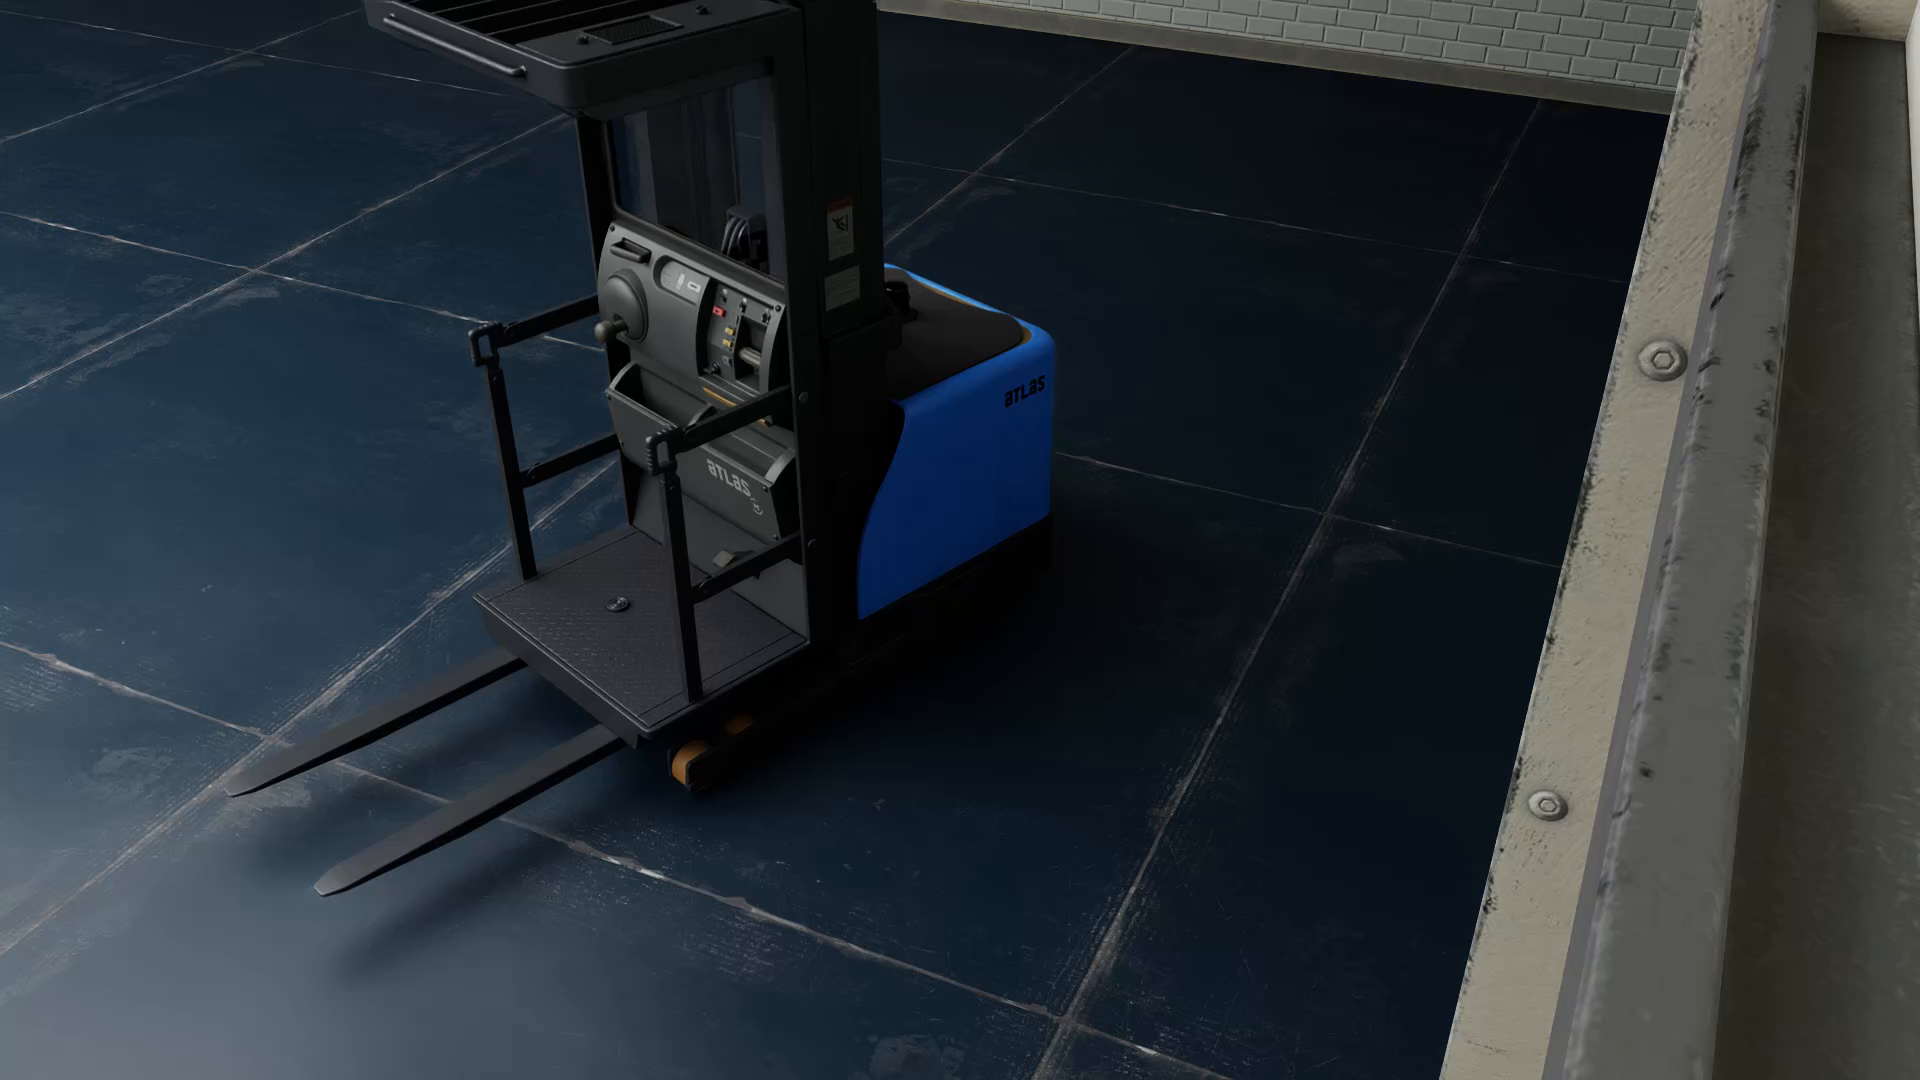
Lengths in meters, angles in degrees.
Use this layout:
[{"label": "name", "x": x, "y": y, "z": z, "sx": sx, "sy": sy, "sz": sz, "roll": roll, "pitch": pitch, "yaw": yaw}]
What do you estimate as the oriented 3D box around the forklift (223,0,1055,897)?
[{"label": "forklift", "x": -1.035, "y": -0.704, "z": 5.301, "sx": 3.031, "sy": 2.935, "sz": 1.130, "roll": -28, "pitch": 43, "yaw": -36}]
